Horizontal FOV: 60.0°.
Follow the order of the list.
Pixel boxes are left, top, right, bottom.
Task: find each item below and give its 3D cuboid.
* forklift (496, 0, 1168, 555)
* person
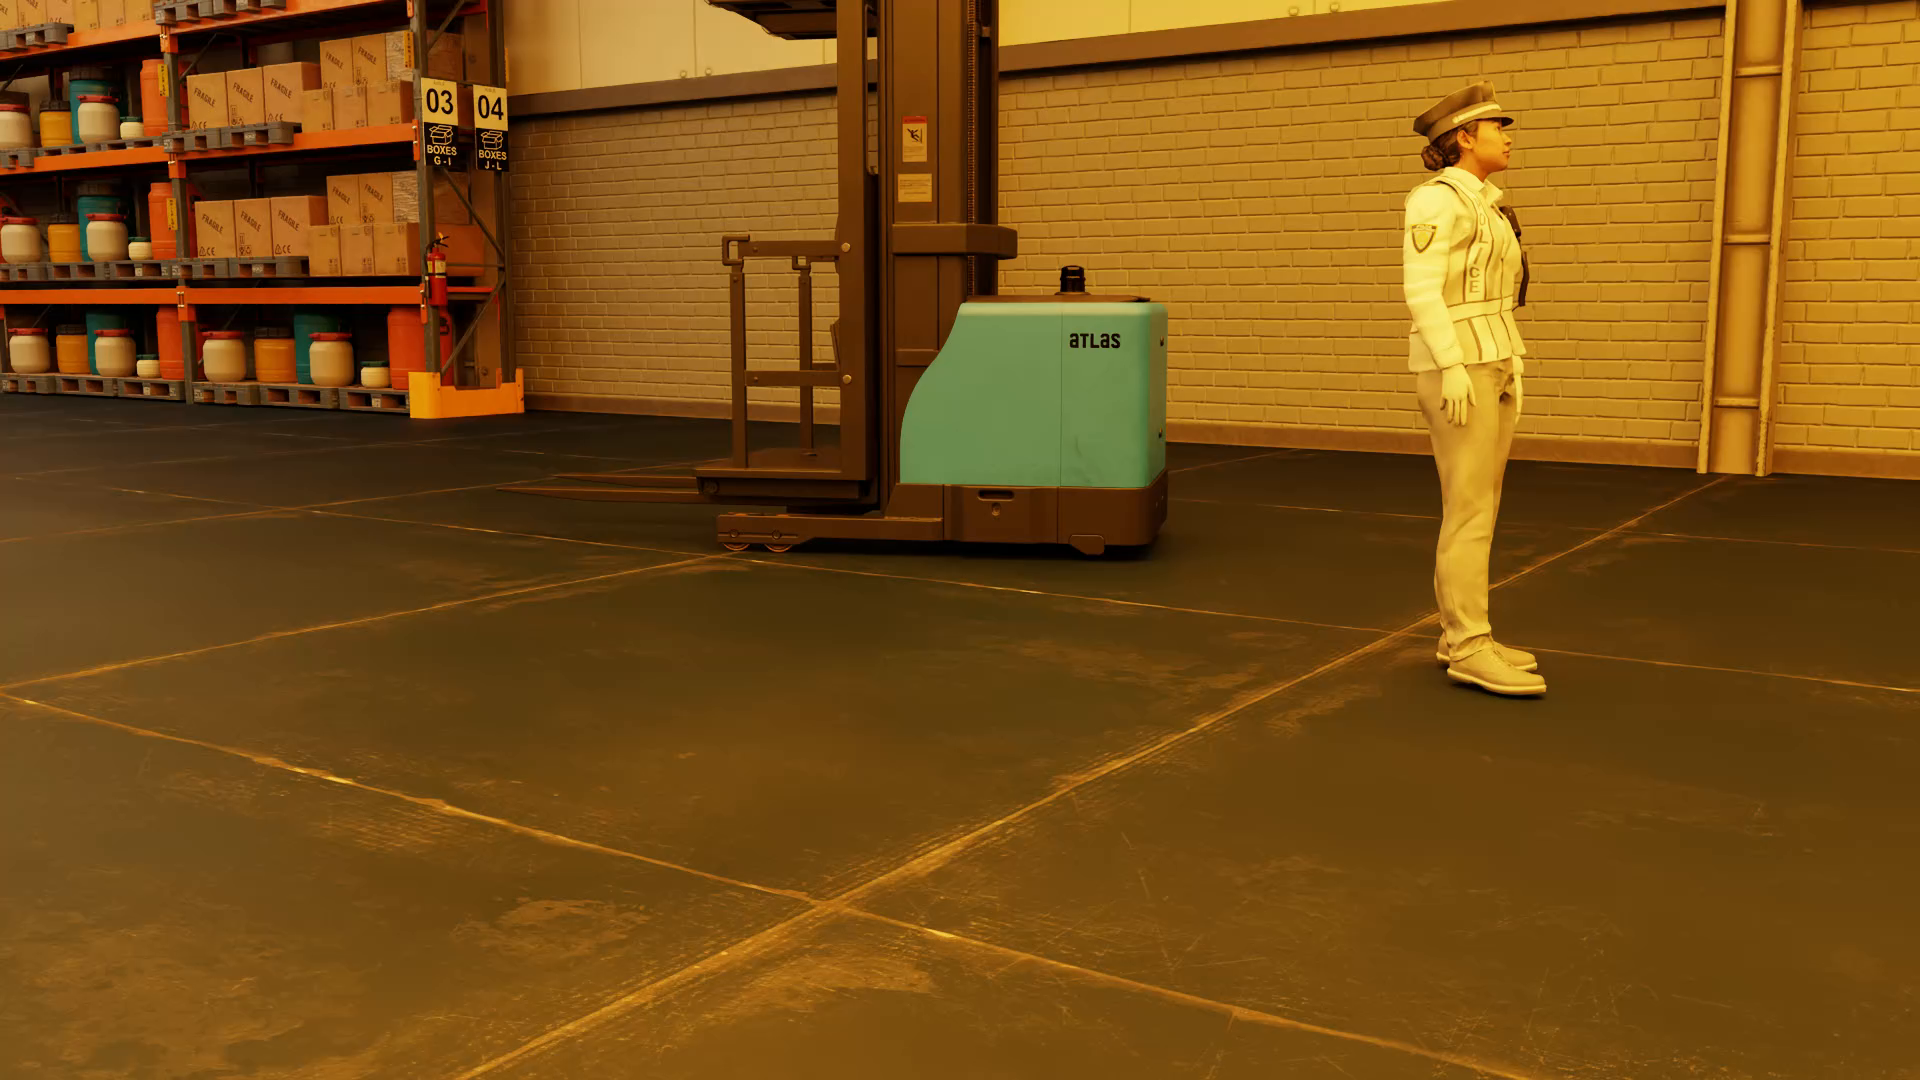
[{"bbox_3d":[-0.596,-1.469,7.520,3.031,2.935,1.130,2,8,12],"label":"forklift"},{"bbox_3d":[1.523,-0.460,4.767,0.532,1.695,0.587,6,10,36],"label":"person"}]
